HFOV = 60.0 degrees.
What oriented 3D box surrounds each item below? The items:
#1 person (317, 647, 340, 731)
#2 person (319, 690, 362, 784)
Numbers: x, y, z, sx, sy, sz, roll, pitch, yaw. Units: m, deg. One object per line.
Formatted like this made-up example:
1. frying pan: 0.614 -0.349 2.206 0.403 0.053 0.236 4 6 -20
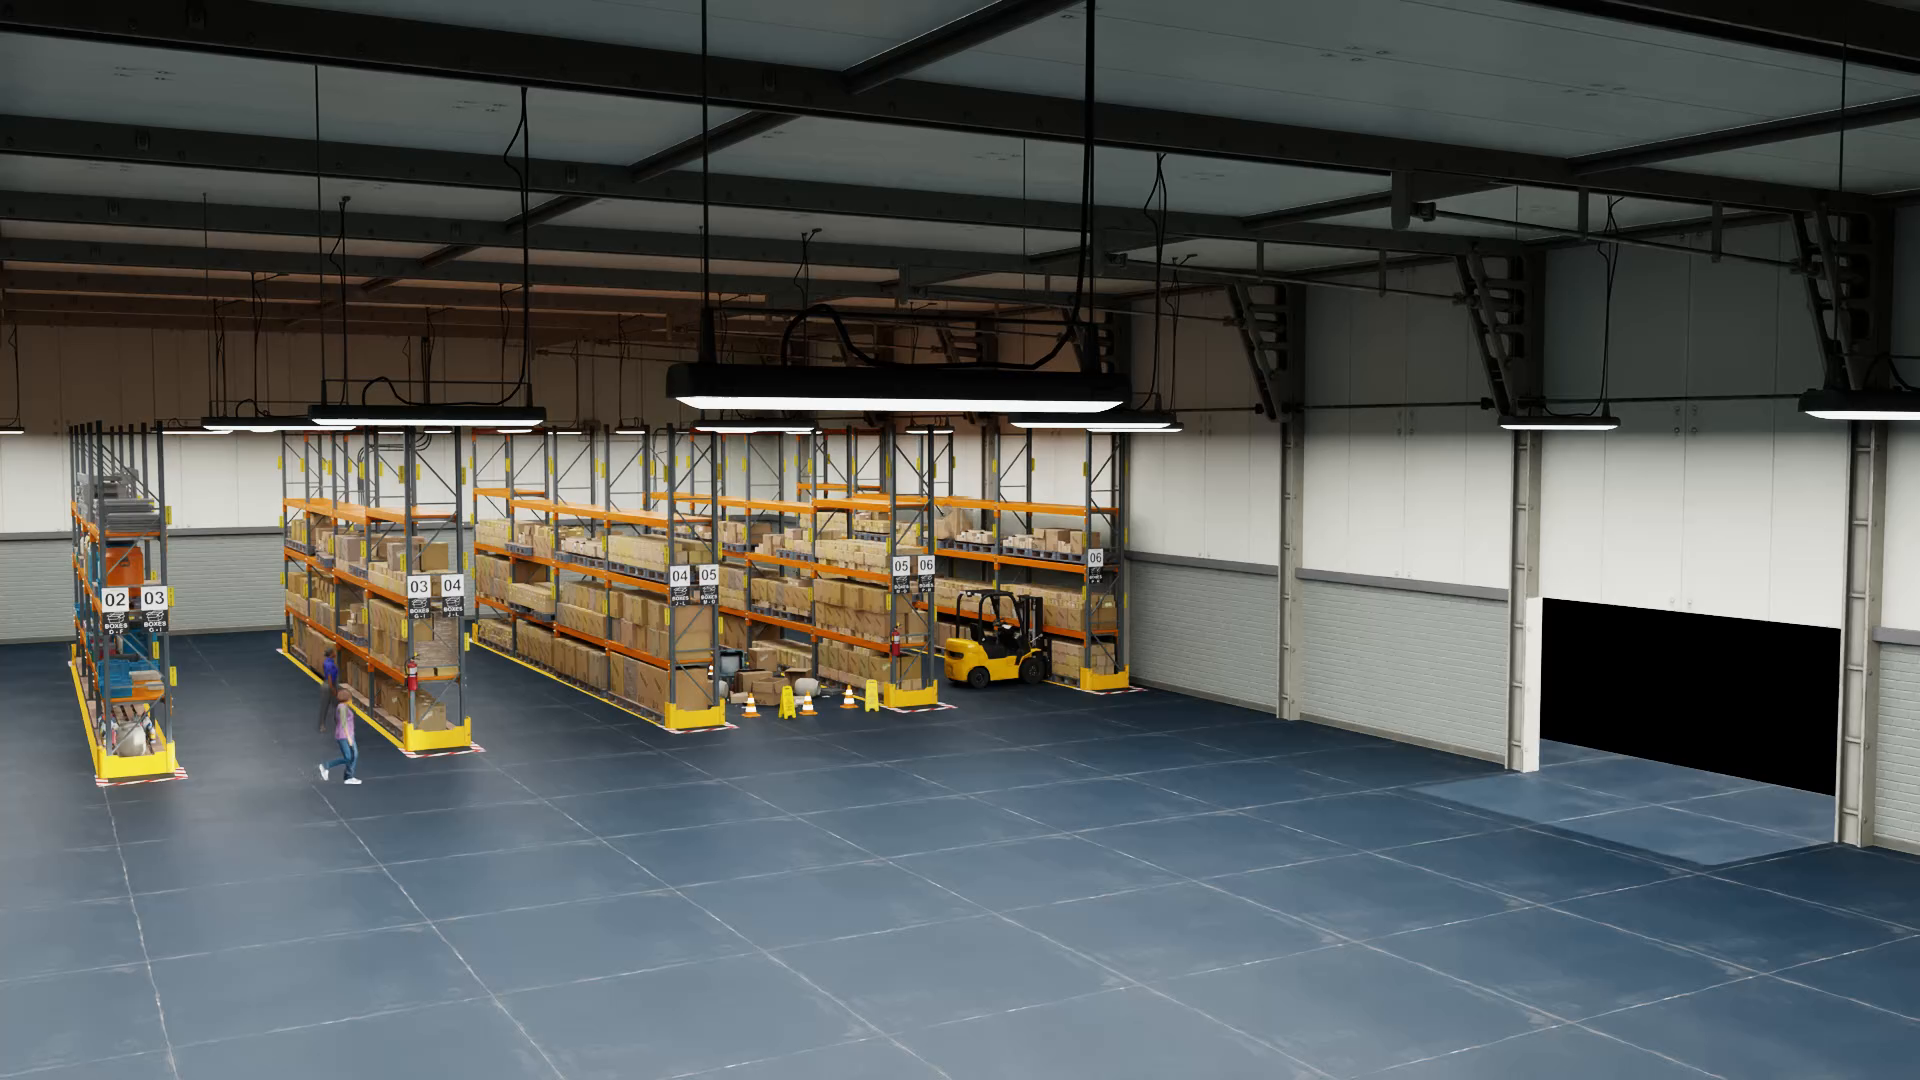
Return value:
1. person: -12.259 2.904 32.462 0.591 1.631 0.485 0 4 0
2. person: -10.169 3.239 27.290 0.619 1.575 0.392 0 4 -1
